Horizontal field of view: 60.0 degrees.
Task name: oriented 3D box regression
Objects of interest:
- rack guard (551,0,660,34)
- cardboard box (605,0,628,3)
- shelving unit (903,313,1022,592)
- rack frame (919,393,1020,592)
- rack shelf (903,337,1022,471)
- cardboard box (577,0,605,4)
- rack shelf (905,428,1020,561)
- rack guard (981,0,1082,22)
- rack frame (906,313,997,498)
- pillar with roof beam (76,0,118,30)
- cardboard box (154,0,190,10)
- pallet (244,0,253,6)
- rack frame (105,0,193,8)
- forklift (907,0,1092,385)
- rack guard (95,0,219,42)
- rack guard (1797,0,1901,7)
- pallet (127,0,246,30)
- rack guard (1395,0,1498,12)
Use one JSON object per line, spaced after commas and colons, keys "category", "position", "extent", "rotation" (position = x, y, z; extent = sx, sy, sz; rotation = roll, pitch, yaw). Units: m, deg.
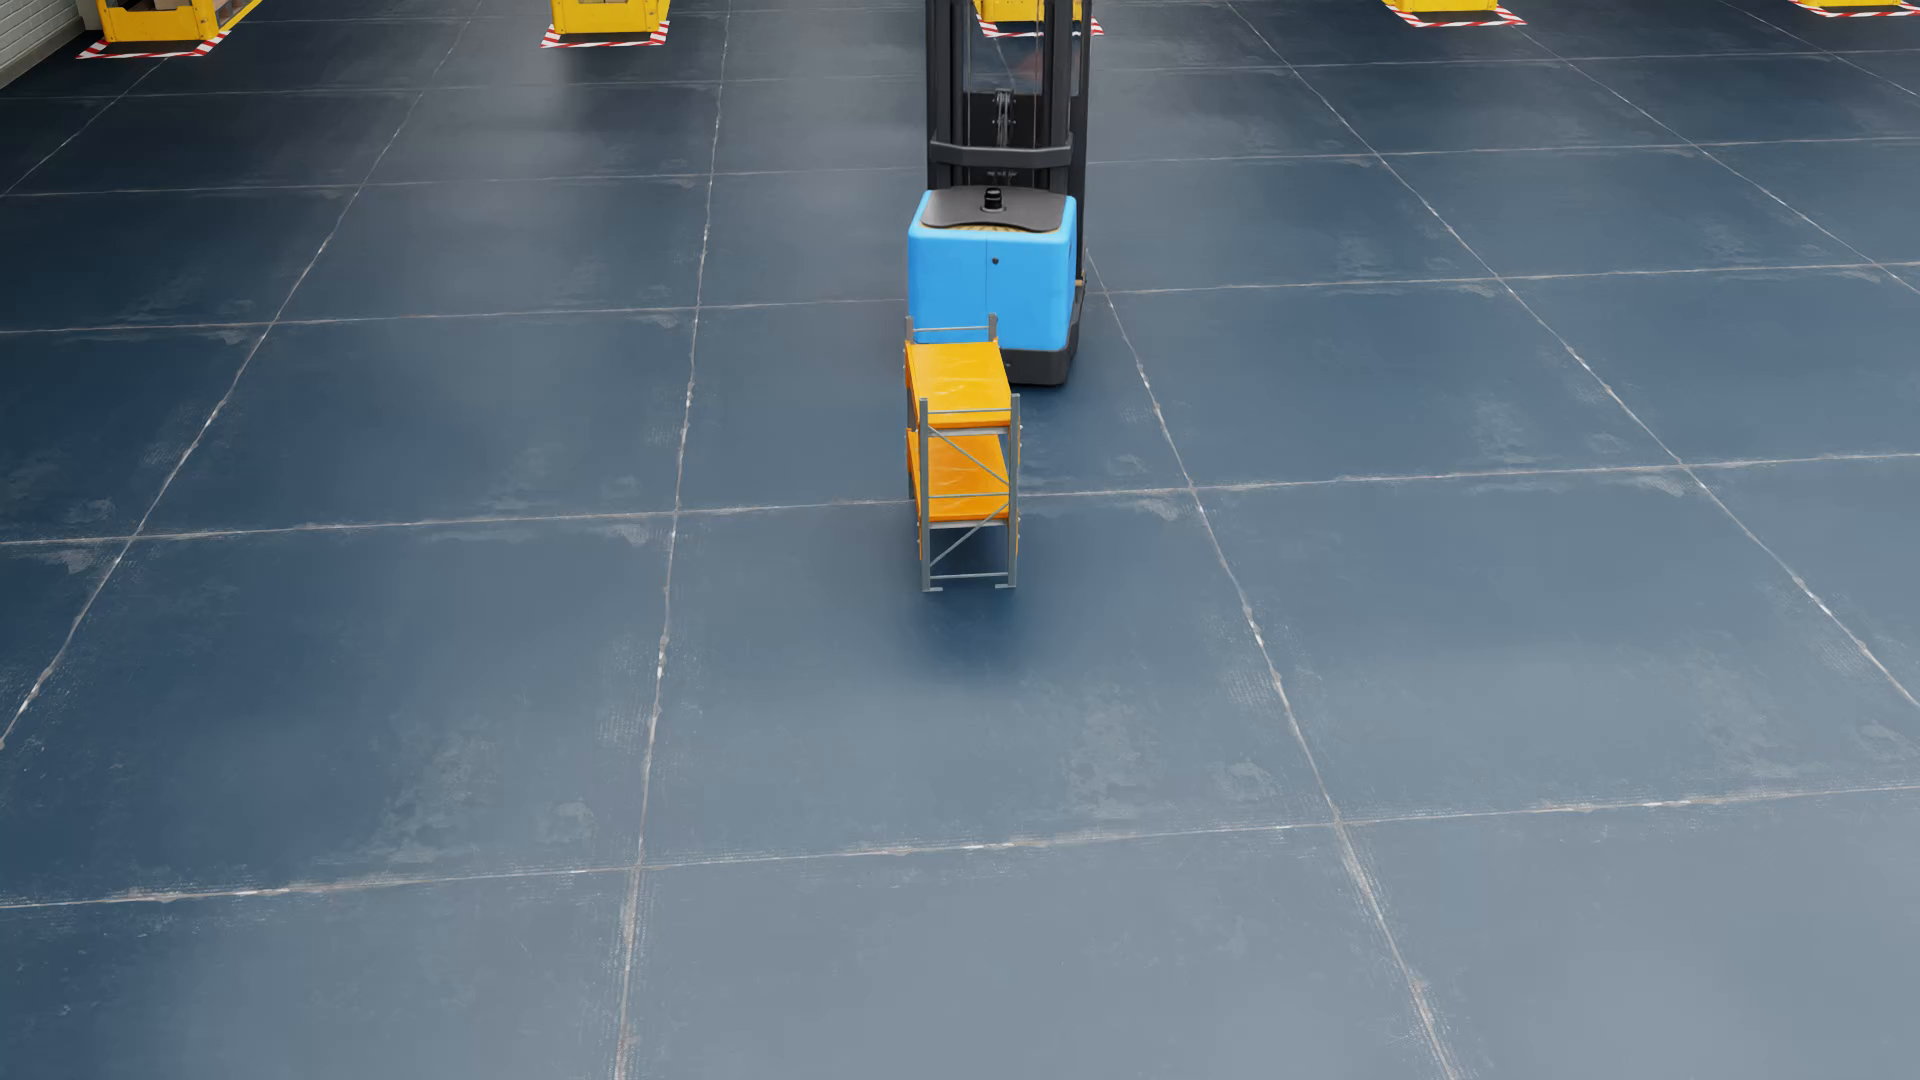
{"category": "rack guard", "position": [-4.039, -6.070, 18.924], "extent": [1.175, 0.500, 0.348], "rotation": [-3, 31, -5]}
{"category": "cardboard box", "position": [-3.870, -6.439, 19.377], "extent": [0.500, 0.250, 0.500], "rotation": [-3, 31, -5]}
{"category": "shelving unit", "position": [-0.001, -0.486, 8.967], "extent": [0.538, 1.125, 1.048], "rotation": [-3, 31, -5]}
{"category": "rack frame", "position": [0.047, -0.227, 8.533], "extent": [0.500, 1.125, 0.032], "rotation": [-3, 31, -5]}
{"category": "rack shelf", "position": [-0.001, -0.738, 8.817], "extent": [0.538, 0.278, 1.000], "rotation": [-3, 31, -5]}
{"category": "cardboard box", "position": [-4.386, -6.415, 19.336], "extent": [0.500, 0.250, 0.500], "rotation": [-3, 31, -5]}
{"category": "rack shelf", "position": [-0.001, -0.276, 9.093], "extent": [0.538, 0.278, 1.000], "rotation": [-3, 31, -5]}
{"category": "rack guard", "position": [0.837, -6.354, 19.400], "extent": [1.175, 0.500, 0.348], "rotation": [-3, 31, -5]}
{"category": "rack frame", "position": [-0.048, -0.746, 9.402], "extent": [0.500, 1.125, 0.032], "rotation": [-3, 31, -5]}
{"category": "pillar with roof beam", "position": [-5.614, -10.014, 17.239], "extent": [9.100, 9.000, 0.400], "rotation": [-3, 31, -5]}
{"category": "cardboard box", "position": [-8.948, -6.308, 19.079], "extent": [0.500, 0.311, 0.500], "rotation": [-6, 31, -10]}
{"category": "pallet", "position": [-9.132, -6.795, 20.421], "extent": [1.003, 0.211, 1.213], "rotation": [-3, 31, -5]}
{"category": "rack frame", "position": [-8.973, -6.916, 17.903], "extent": [1.000, 3.000, 0.127], "rotation": [-3, 31, -5]}
{"category": "forklift", "position": [0.348, -3.000, 11.414], "extent": [1.130, 2.935, 3.031], "rotation": [4, 31, 6]}
{"category": "rack guard", "position": [-8.980, -5.882, 18.609], "extent": [1.175, 0.500, 0.348], "rotation": [-3, 31, -5]}
{"category": "rack guard", "position": [10.772, -6.728, 20.027], "extent": [1.175, 0.500, 0.348], "rotation": [-3, 31, -5]}
{"category": "pallet", "position": [-9.021, -6.174, 19.381], "extent": [1.003, 0.211, 1.213], "rotation": [-3, 31, -5]}
{"category": "rack guard", "position": [5.815, -6.593, 19.801], "extent": [1.175, 0.500, 0.348], "rotation": [-3, 31, -5]}
